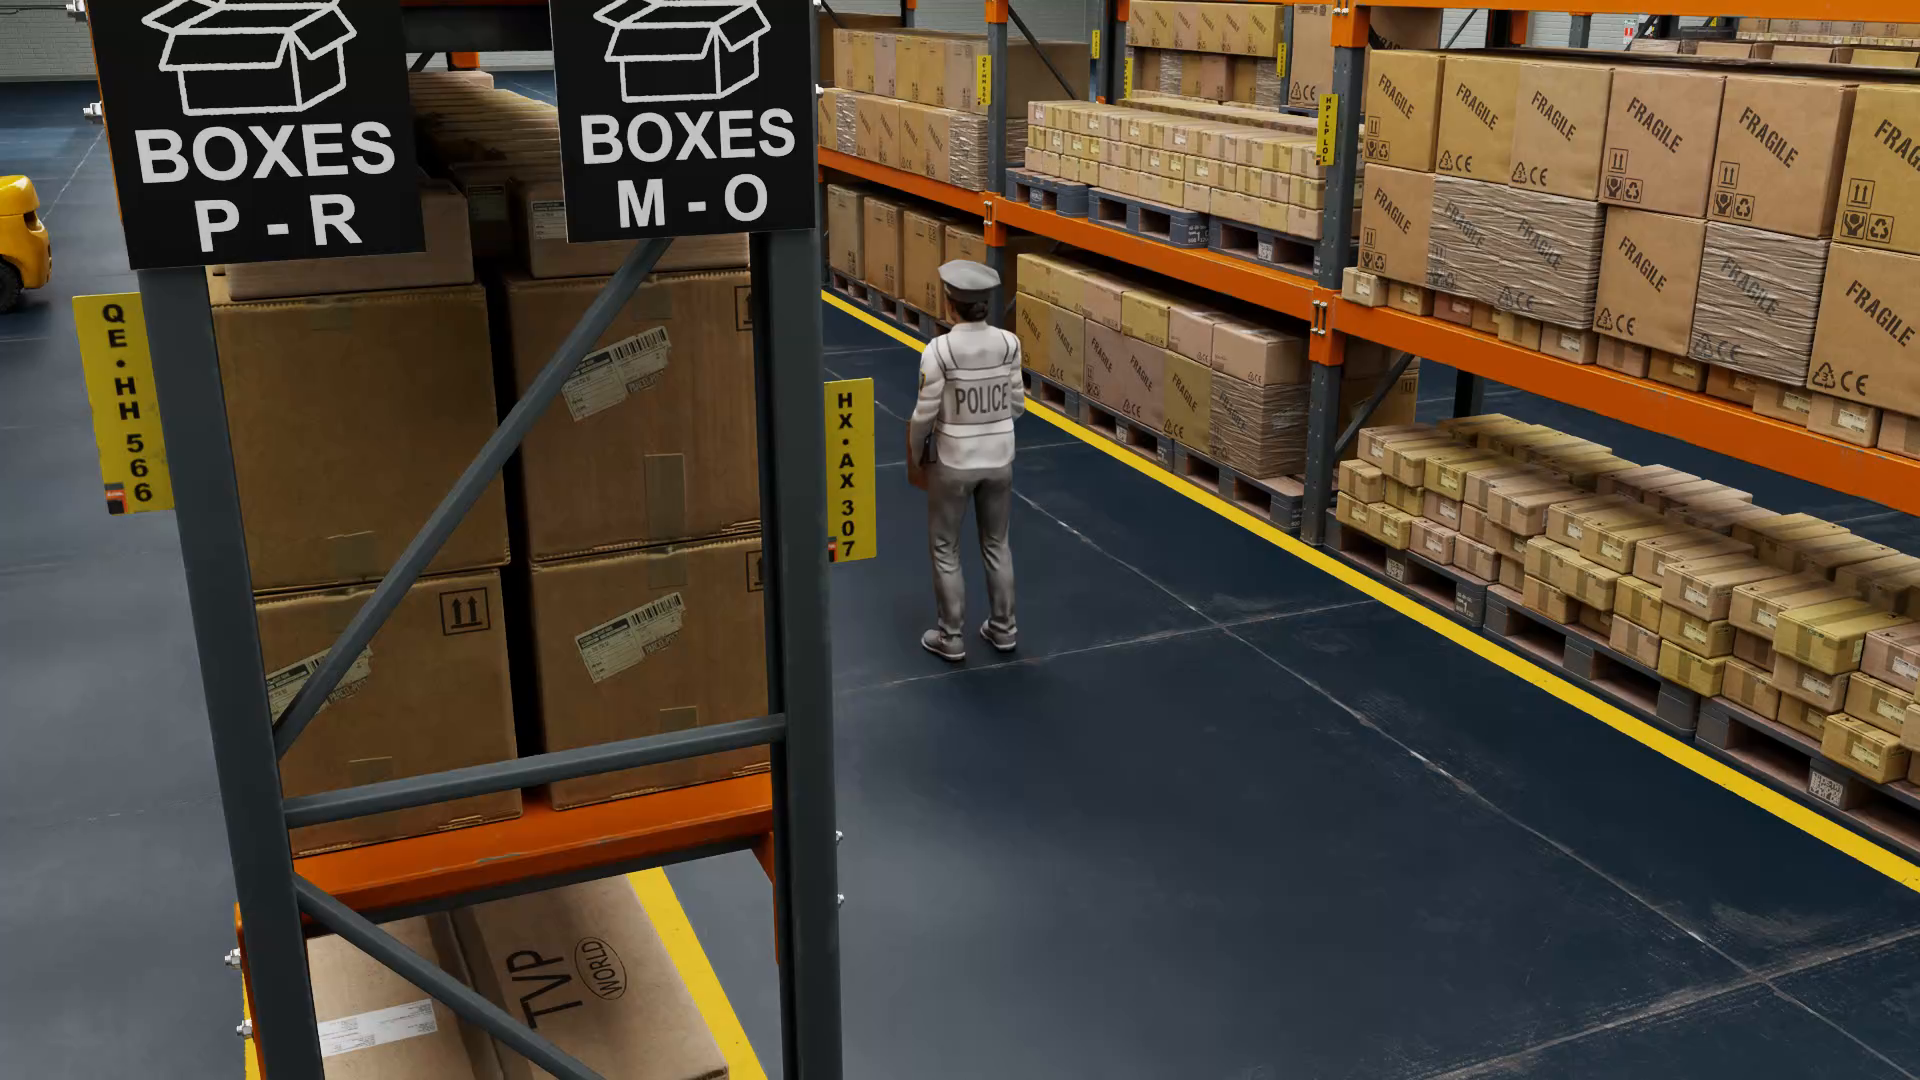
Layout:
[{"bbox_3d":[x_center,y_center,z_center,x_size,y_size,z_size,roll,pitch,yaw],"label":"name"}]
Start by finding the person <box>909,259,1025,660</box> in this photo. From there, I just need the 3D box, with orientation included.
[{"bbox_3d":[0.020,-0.330,6.985,0.498,1.686,0.424,-8,21,-23],"label":"person"}]
